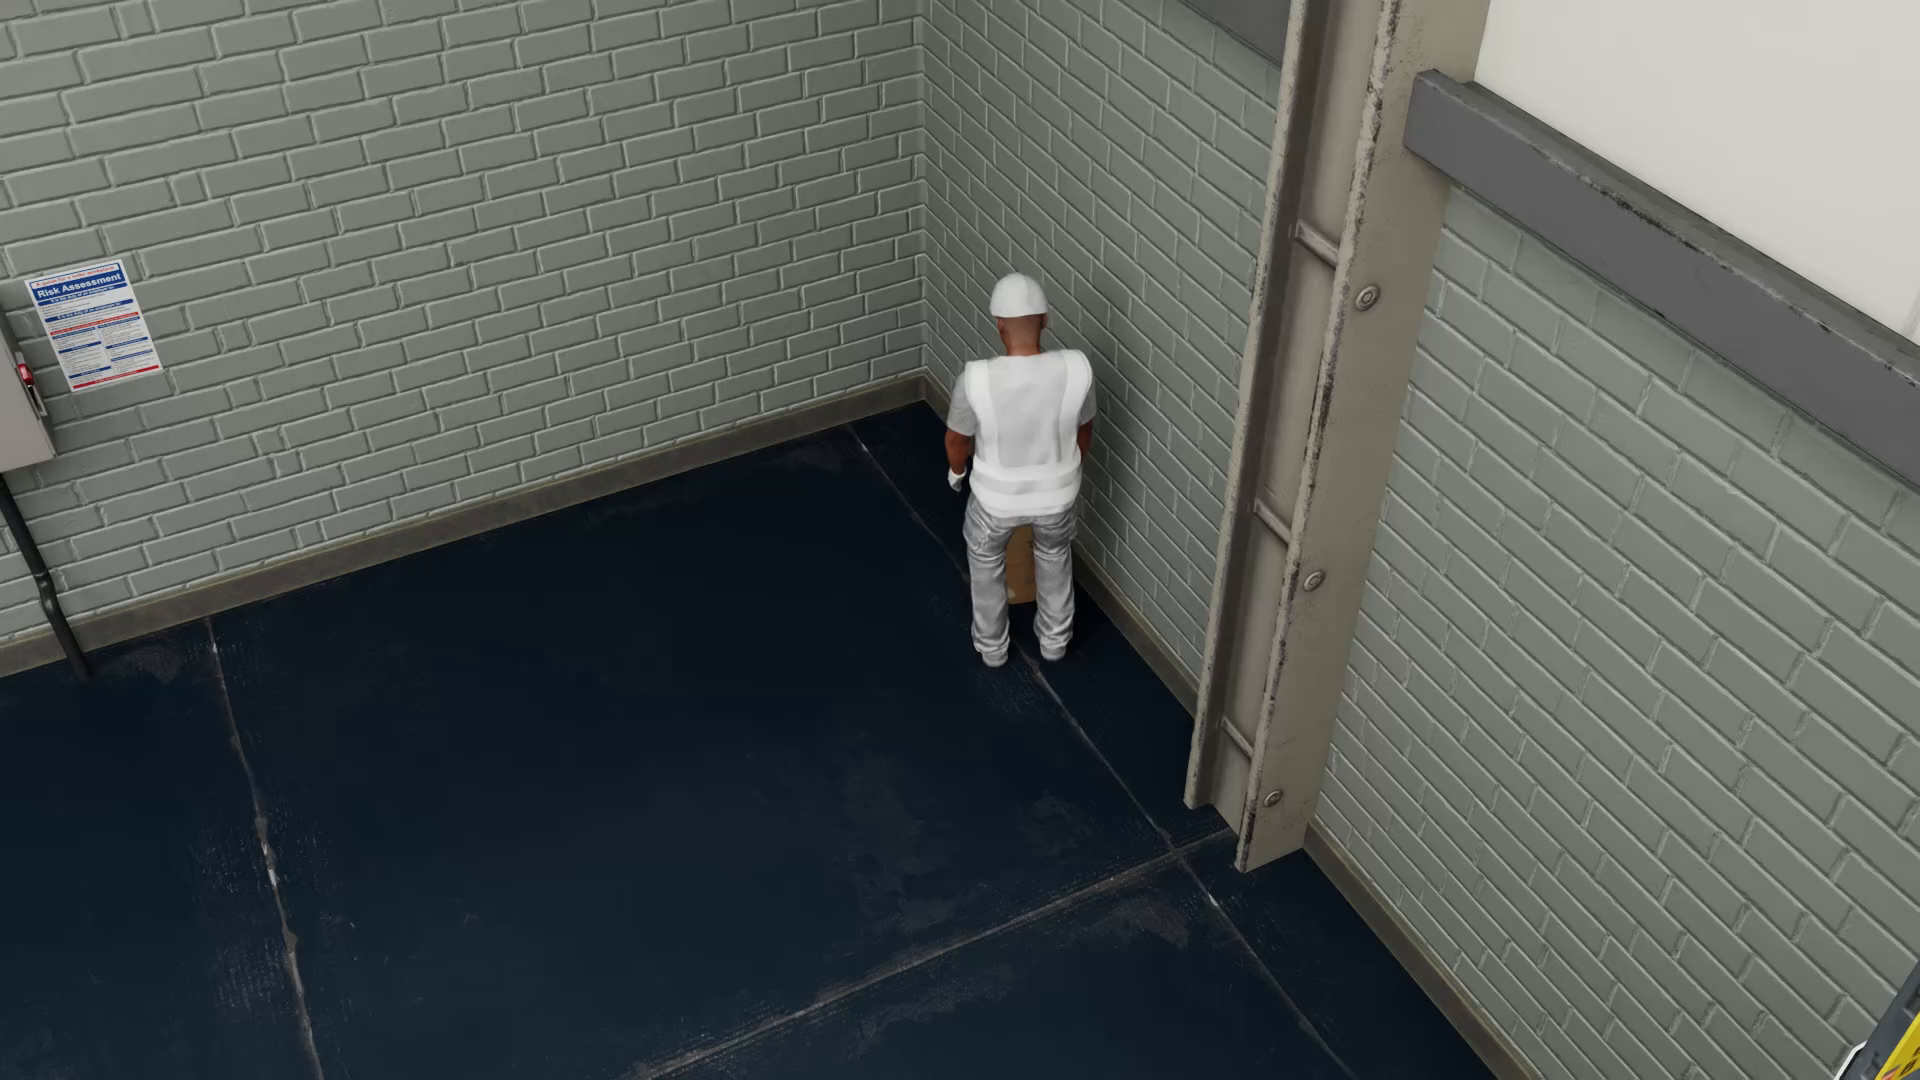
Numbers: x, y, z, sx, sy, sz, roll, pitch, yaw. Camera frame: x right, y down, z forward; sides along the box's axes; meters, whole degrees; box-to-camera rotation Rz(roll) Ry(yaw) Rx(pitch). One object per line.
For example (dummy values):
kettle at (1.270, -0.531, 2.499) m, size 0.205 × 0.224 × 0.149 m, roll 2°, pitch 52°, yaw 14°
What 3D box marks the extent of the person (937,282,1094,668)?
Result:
person at (0.214, -0.201, 6.484) m, size 0.592 × 1.644 × 0.584 m, roll -5°, pitch 41°, yaw -6°
